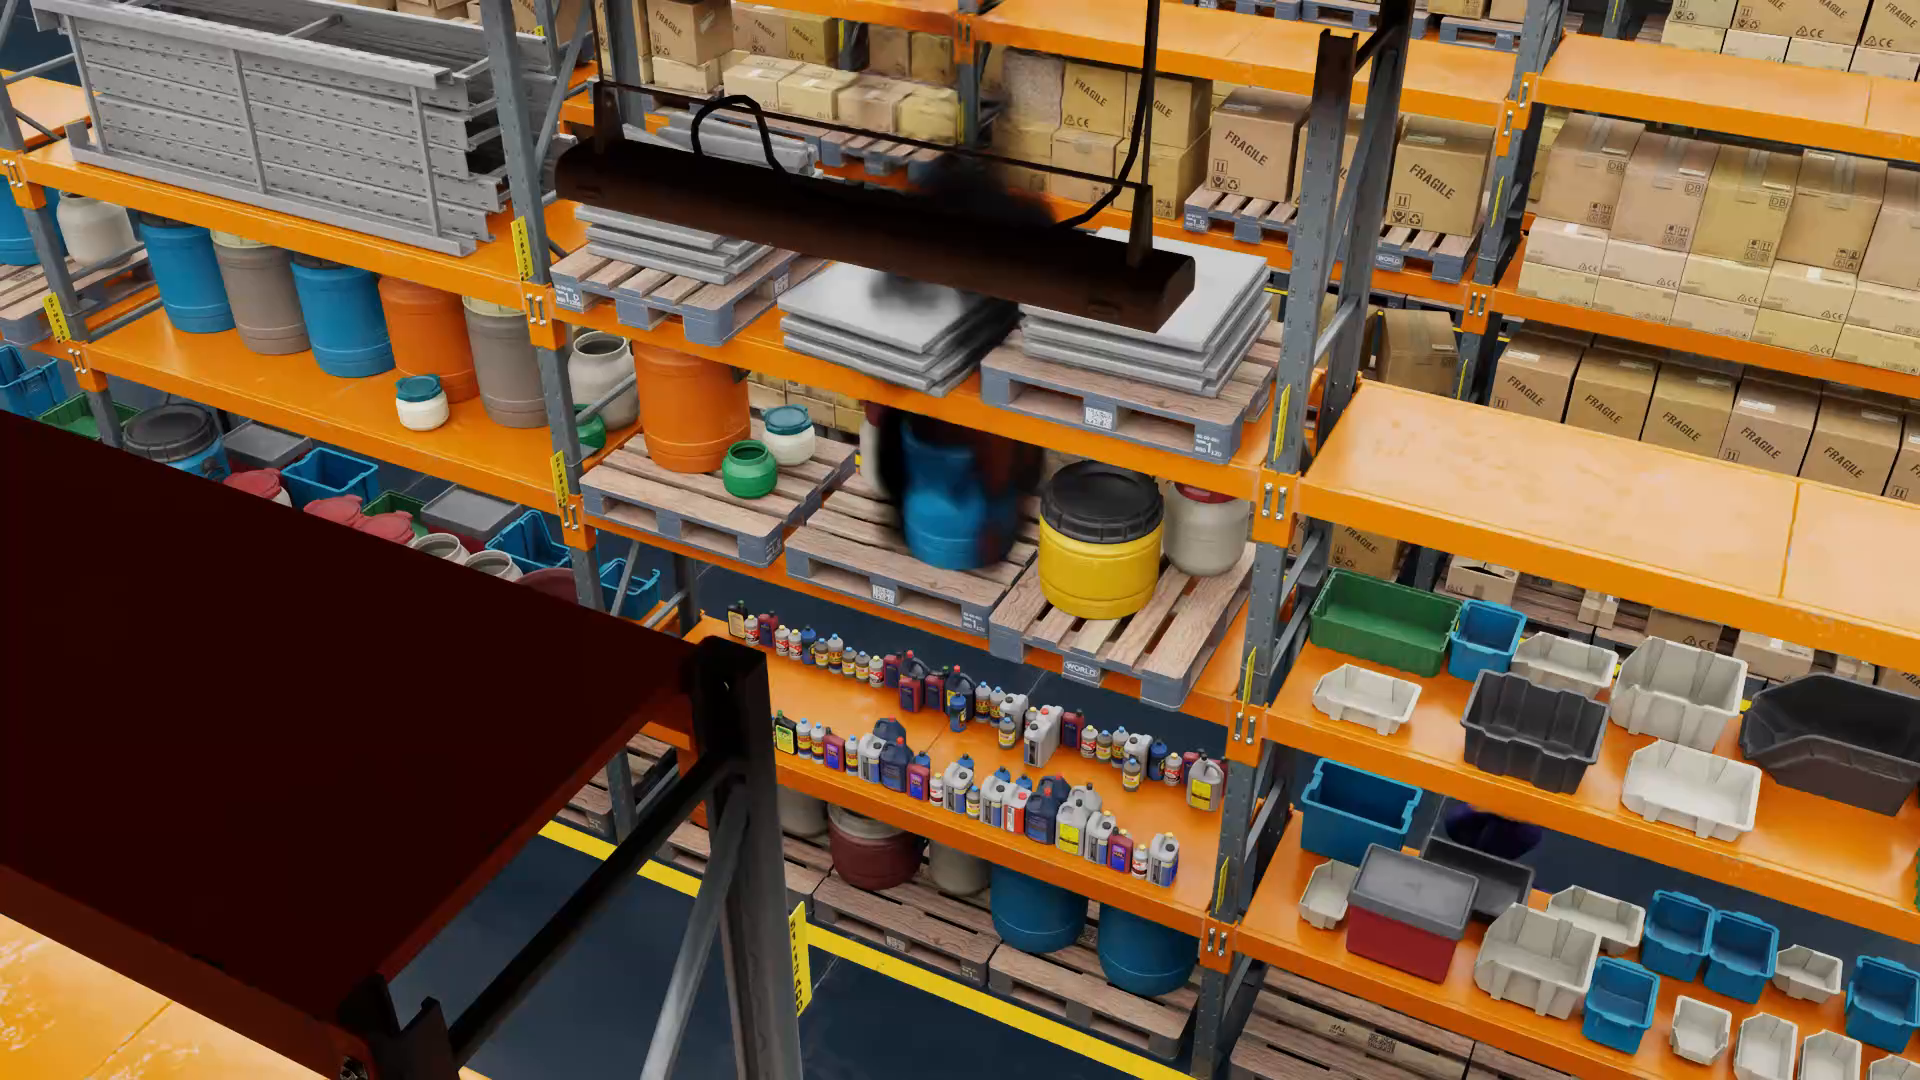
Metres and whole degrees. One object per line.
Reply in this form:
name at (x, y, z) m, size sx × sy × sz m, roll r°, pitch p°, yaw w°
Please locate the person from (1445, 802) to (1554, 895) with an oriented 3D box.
person at (3.333, 1.637, 9.999) m, size 0.744 × 1.523 × 0.603 m, roll 14°, pitch 37°, yaw 19°
